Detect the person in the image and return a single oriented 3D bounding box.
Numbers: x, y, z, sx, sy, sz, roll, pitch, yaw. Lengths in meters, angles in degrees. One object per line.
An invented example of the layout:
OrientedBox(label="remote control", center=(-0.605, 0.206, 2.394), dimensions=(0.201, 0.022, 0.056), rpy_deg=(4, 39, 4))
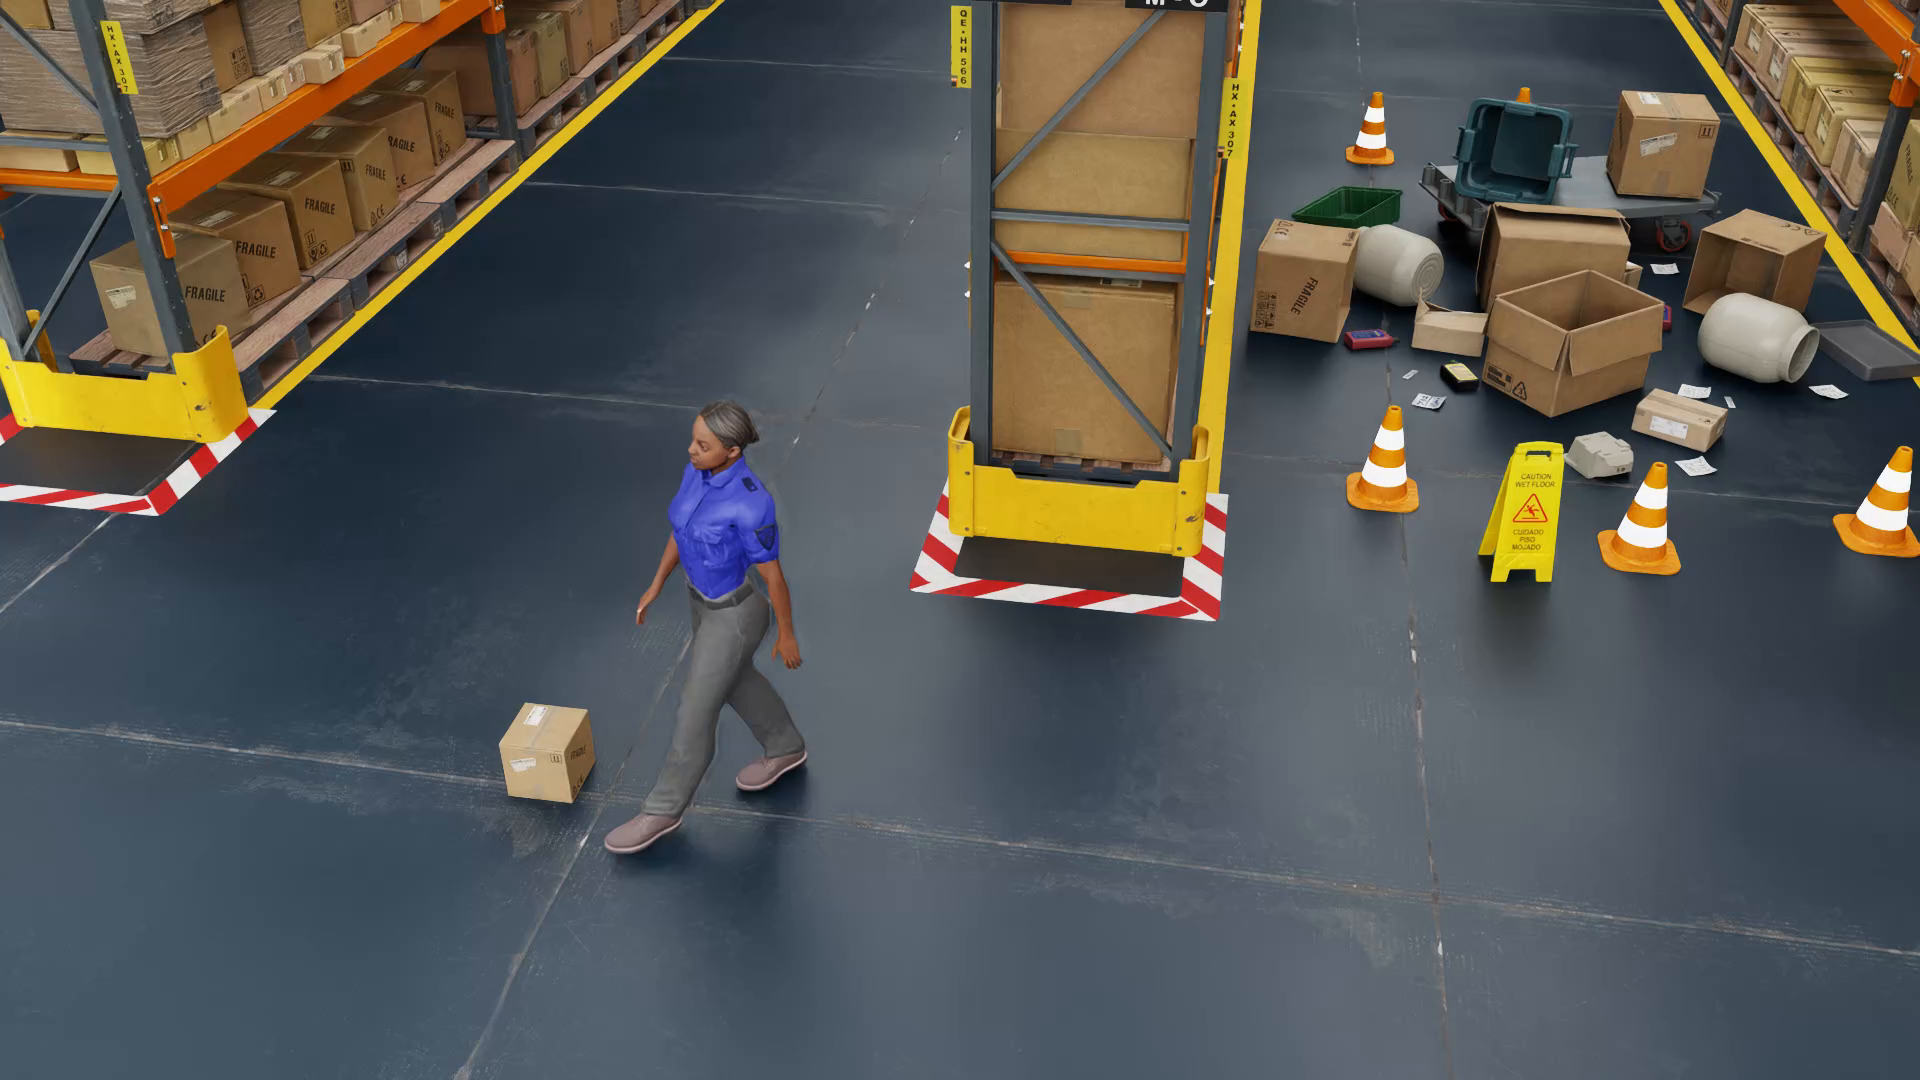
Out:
OrientedBox(label="person", center=(-0.939, 0.279, 5.706), dimensions=(0.844, 1.628, 0.500), rpy_deg=(-17, 36, -24))
